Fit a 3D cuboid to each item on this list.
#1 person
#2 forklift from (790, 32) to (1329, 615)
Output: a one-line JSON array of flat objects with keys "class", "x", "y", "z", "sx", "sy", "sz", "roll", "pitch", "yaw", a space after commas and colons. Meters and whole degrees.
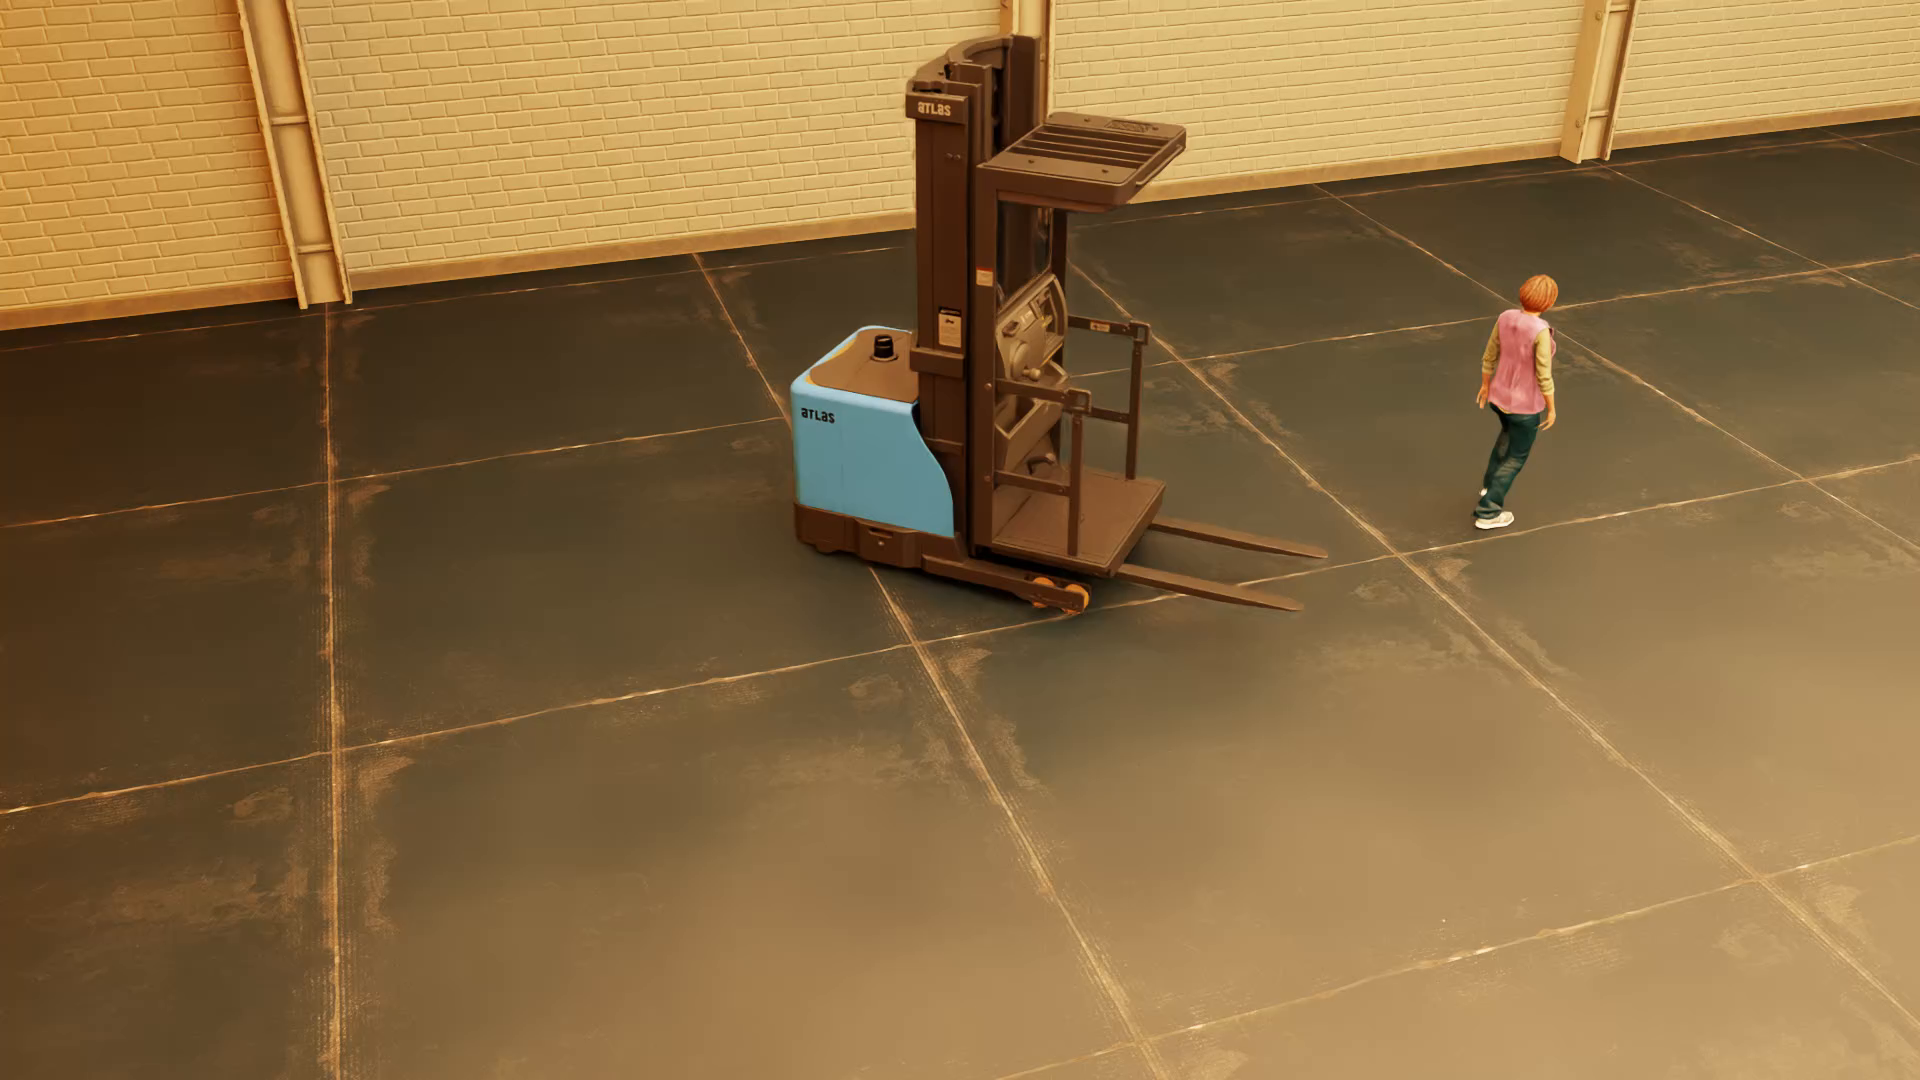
[{"class": "person", "x": 3.323, "y": -0.803, "z": 9.894, "sx": 0.482, "sy": 1.628, "sz": 0.510, "roll": -14, "pitch": 33, "yaw": -22}, {"class": "forklift", "x": 0.579, "y": -1.154, "z": 9.093, "sx": 3.031, "sy": 2.935, "sz": 1.130, "roll": 12, "pitch": 32, "yaw": 20}]
